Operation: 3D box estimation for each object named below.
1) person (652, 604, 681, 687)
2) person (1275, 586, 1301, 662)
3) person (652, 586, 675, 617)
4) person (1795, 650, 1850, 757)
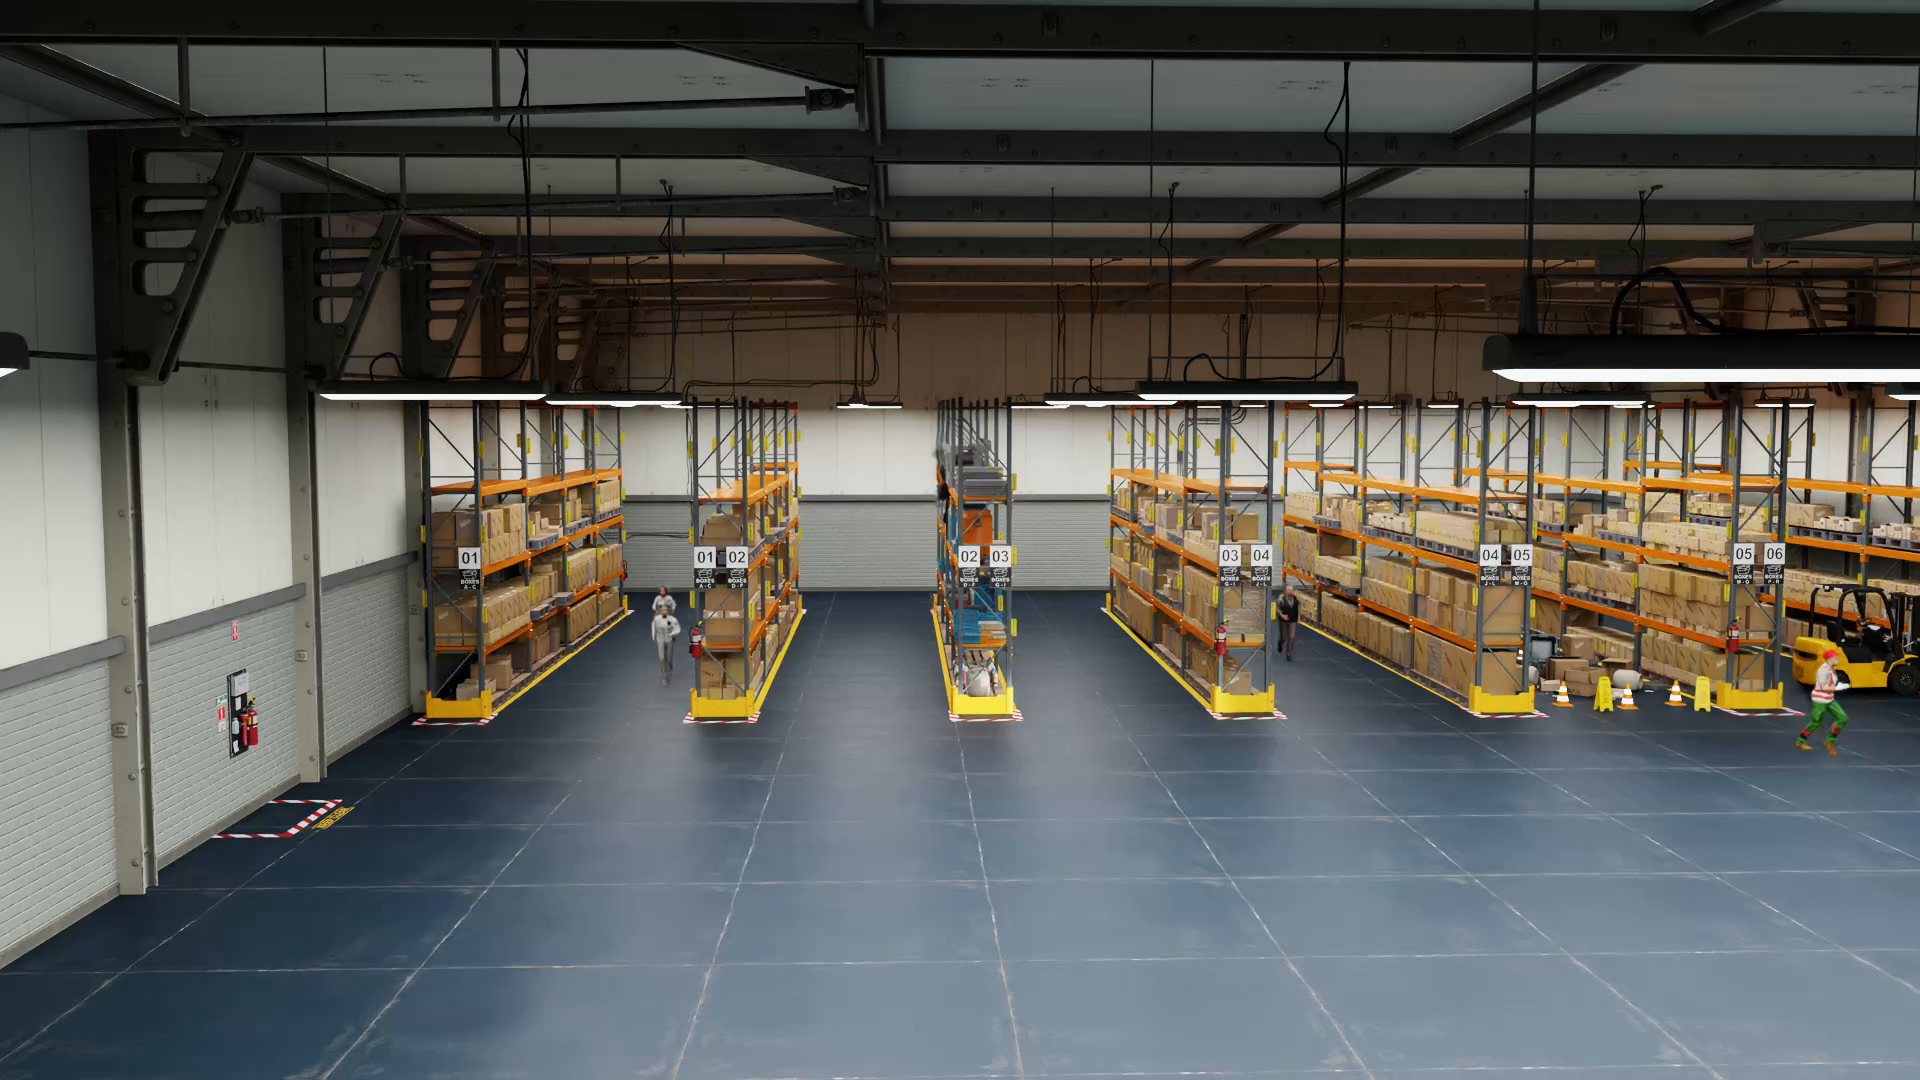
[{"bbox_3d":[-6.201,2.173,35.088,0.634,1.702,0.971,0,4,1],"label":"person"},{"bbox_3d":[7.576,1.909,38.453,0.683,1.715,0.944,-1,4,-7],"label":"person"},{"bbox_3d":[-7.036,1.886,39.436,0.538,1.591,0.641,0,4,-4],"label":"person"},{"bbox_3d":[14.368,2.696,27.666,0.693,1.786,0.838,-4,6,-44],"label":"person"}]
